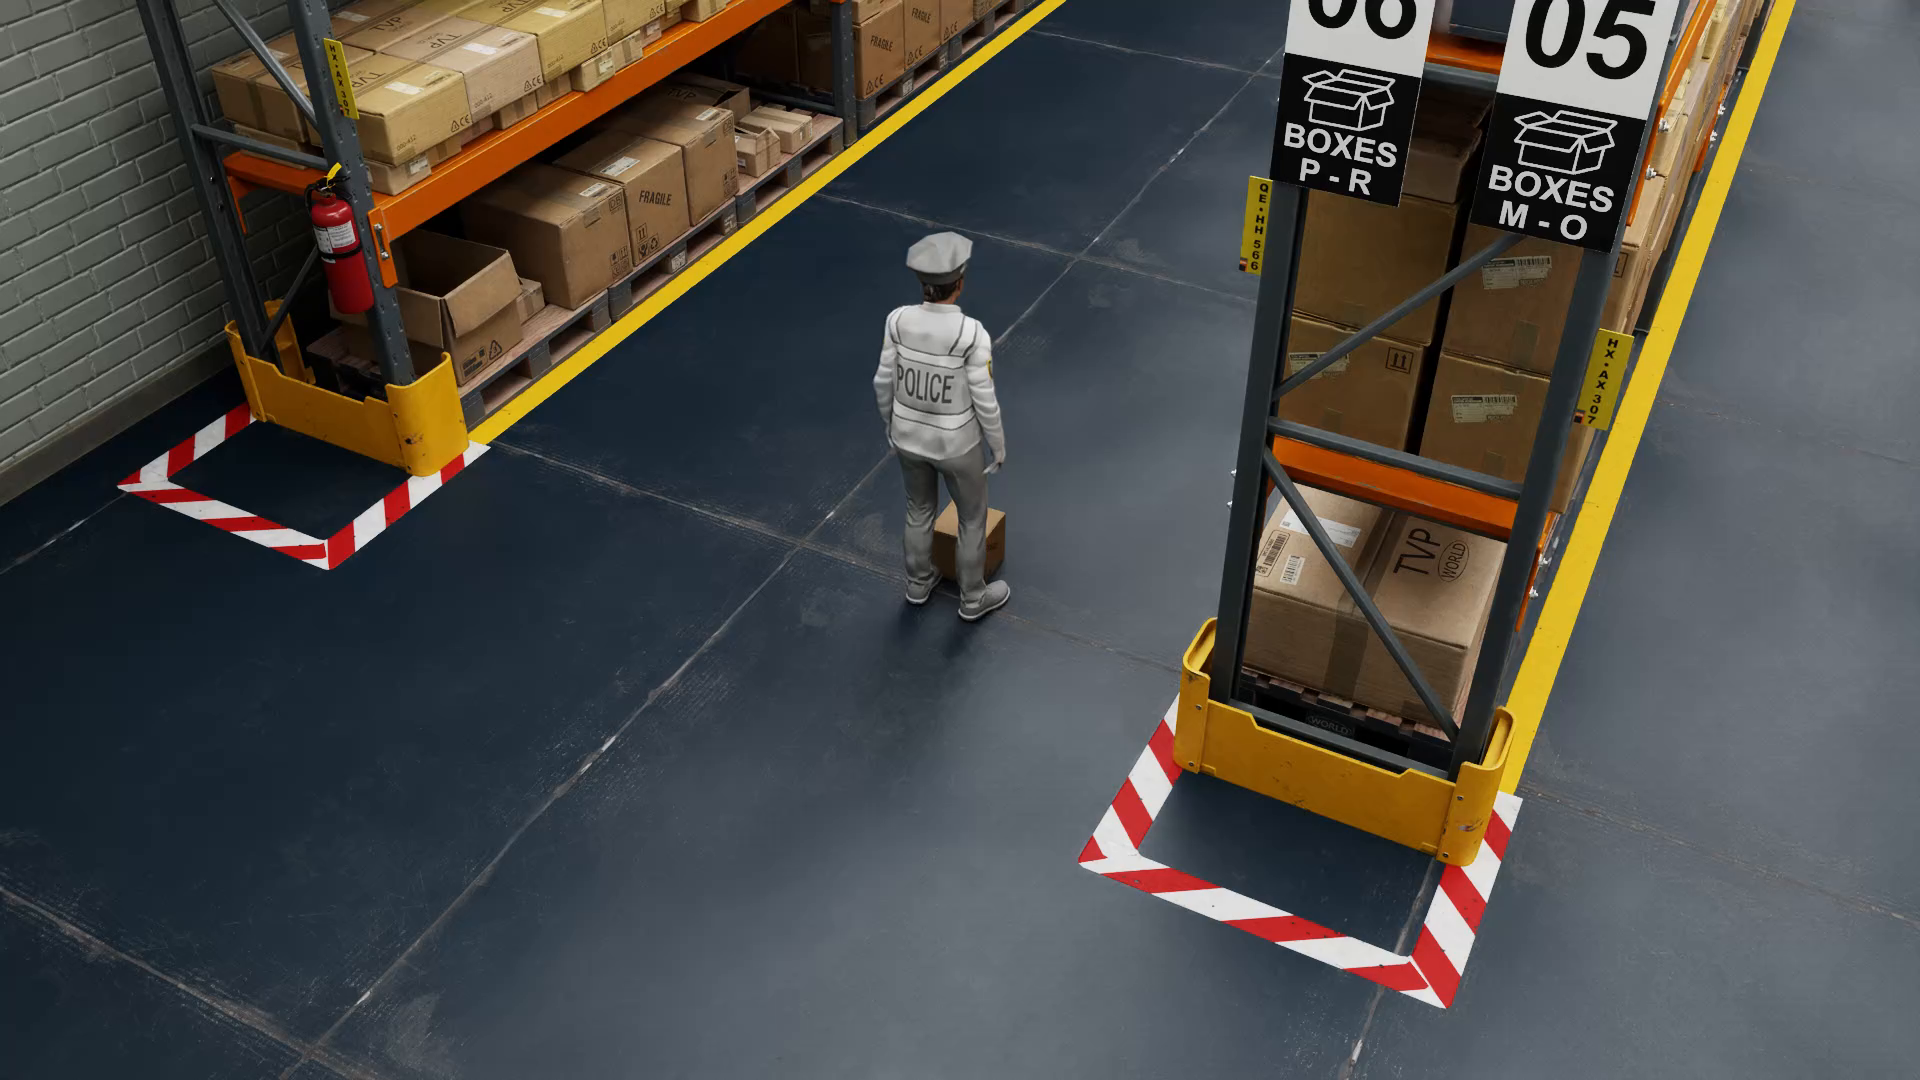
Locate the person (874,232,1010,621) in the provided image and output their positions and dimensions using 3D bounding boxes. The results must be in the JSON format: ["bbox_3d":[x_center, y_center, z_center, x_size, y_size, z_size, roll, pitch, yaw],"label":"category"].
[{"bbox_3d":[-0.076,-0.412,6.673,0.541,1.664,0.374,16,41,20],"label":"person"}]
